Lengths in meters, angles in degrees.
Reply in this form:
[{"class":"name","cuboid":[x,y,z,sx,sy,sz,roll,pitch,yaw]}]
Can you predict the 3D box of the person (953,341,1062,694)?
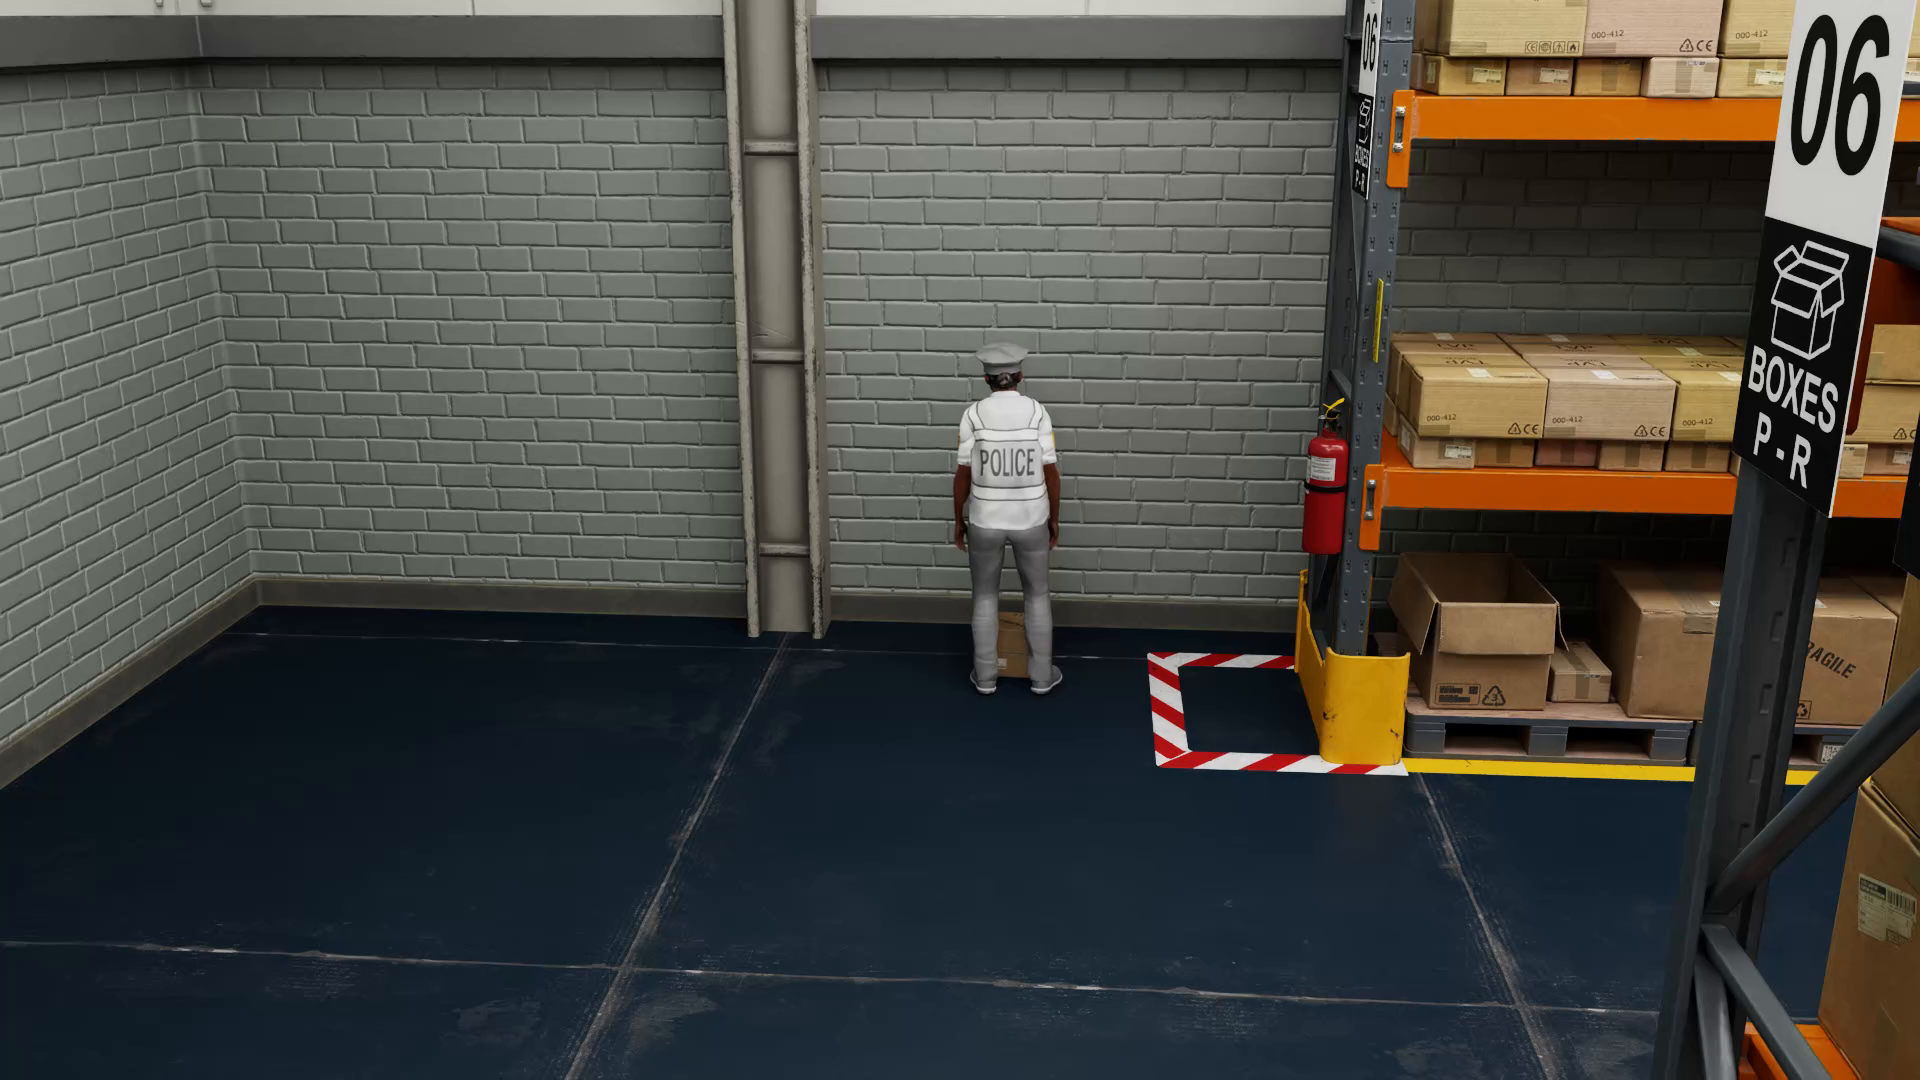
[{"class":"person","cuboid":[0.234,-0.082,7.805,0.531,1.661,0.397,0,18,1]}]
